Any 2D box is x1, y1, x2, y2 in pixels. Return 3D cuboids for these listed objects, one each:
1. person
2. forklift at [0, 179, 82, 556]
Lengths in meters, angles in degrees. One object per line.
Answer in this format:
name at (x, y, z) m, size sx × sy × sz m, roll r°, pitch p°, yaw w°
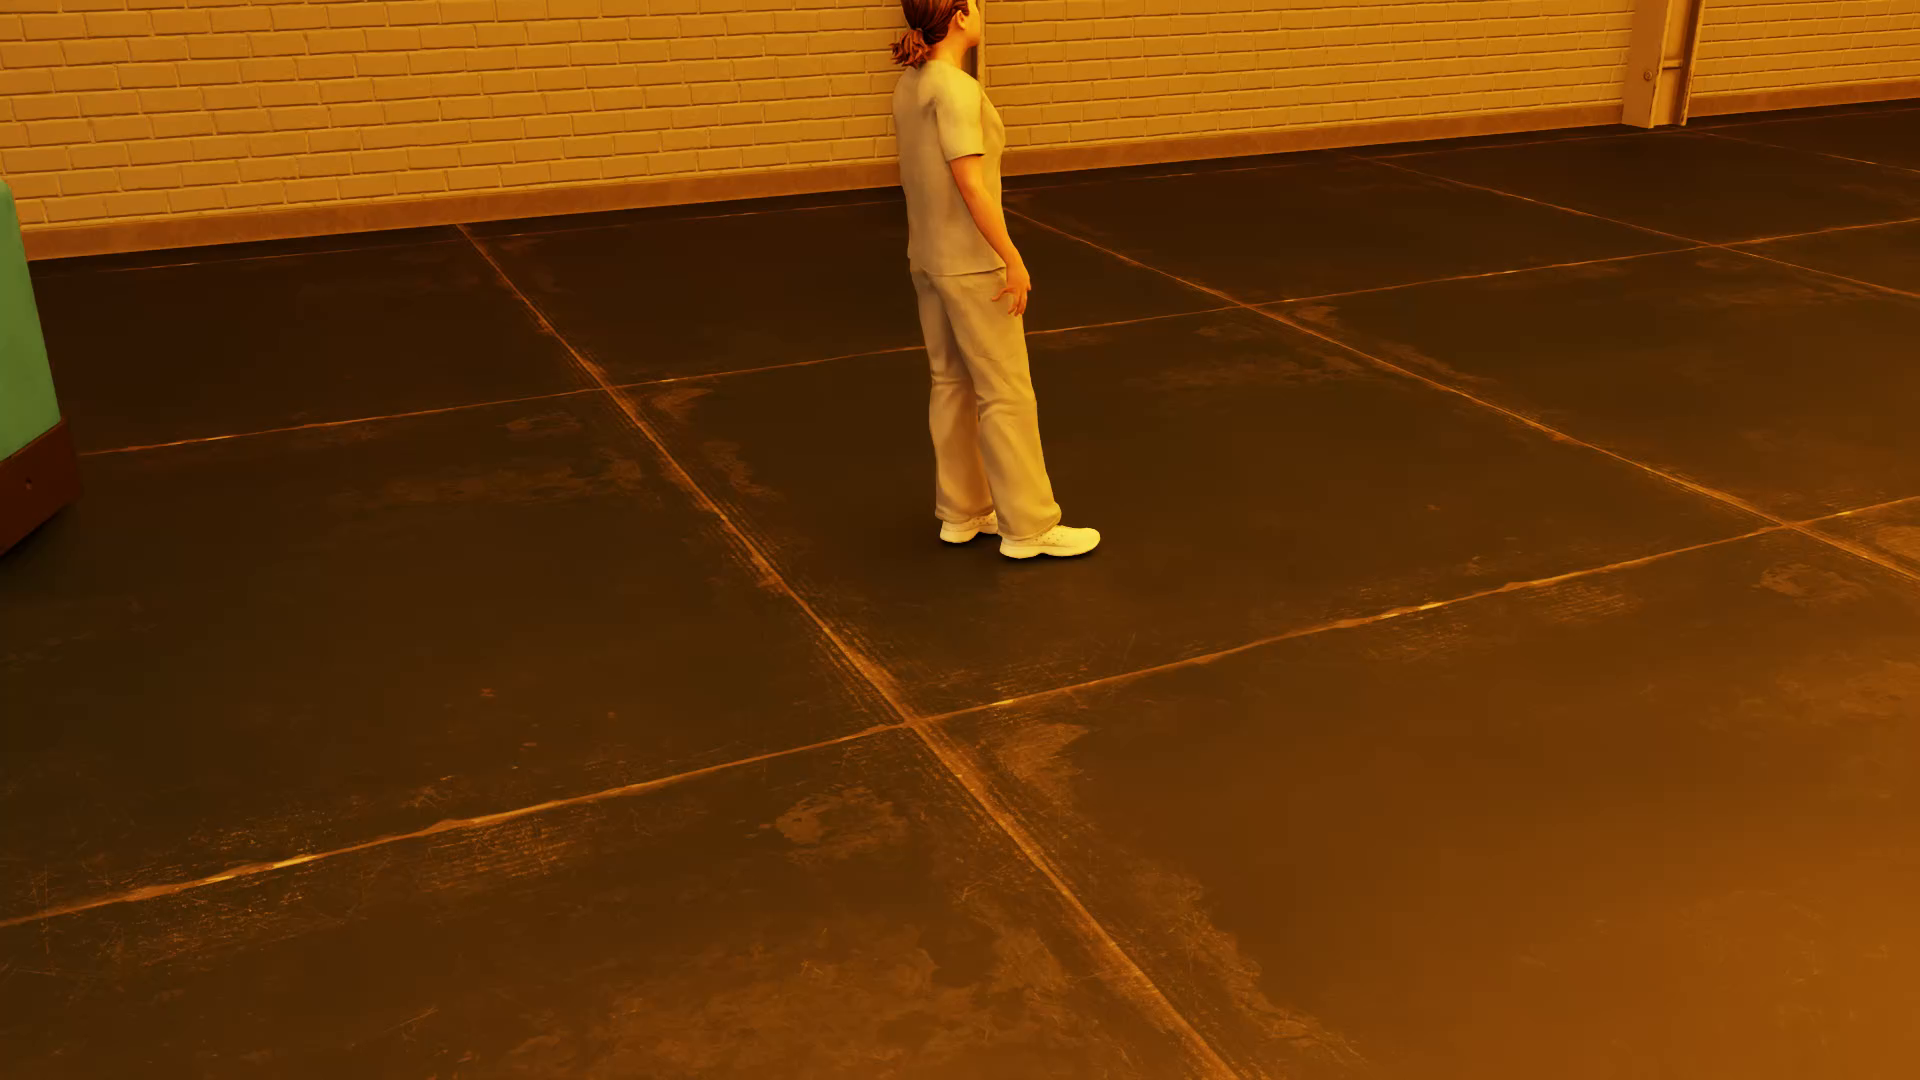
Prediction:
person at (0.073, -0.788, 4.800) m, size 0.548 × 1.673 × 0.549 m, roll -10°, pitch 25°, yaw -23°
forklift at (-4.289, -1.251, 4.298) m, size 3.031 × 2.935 × 1.130 m, roll -1°, pitch 23°, yaw -2°
